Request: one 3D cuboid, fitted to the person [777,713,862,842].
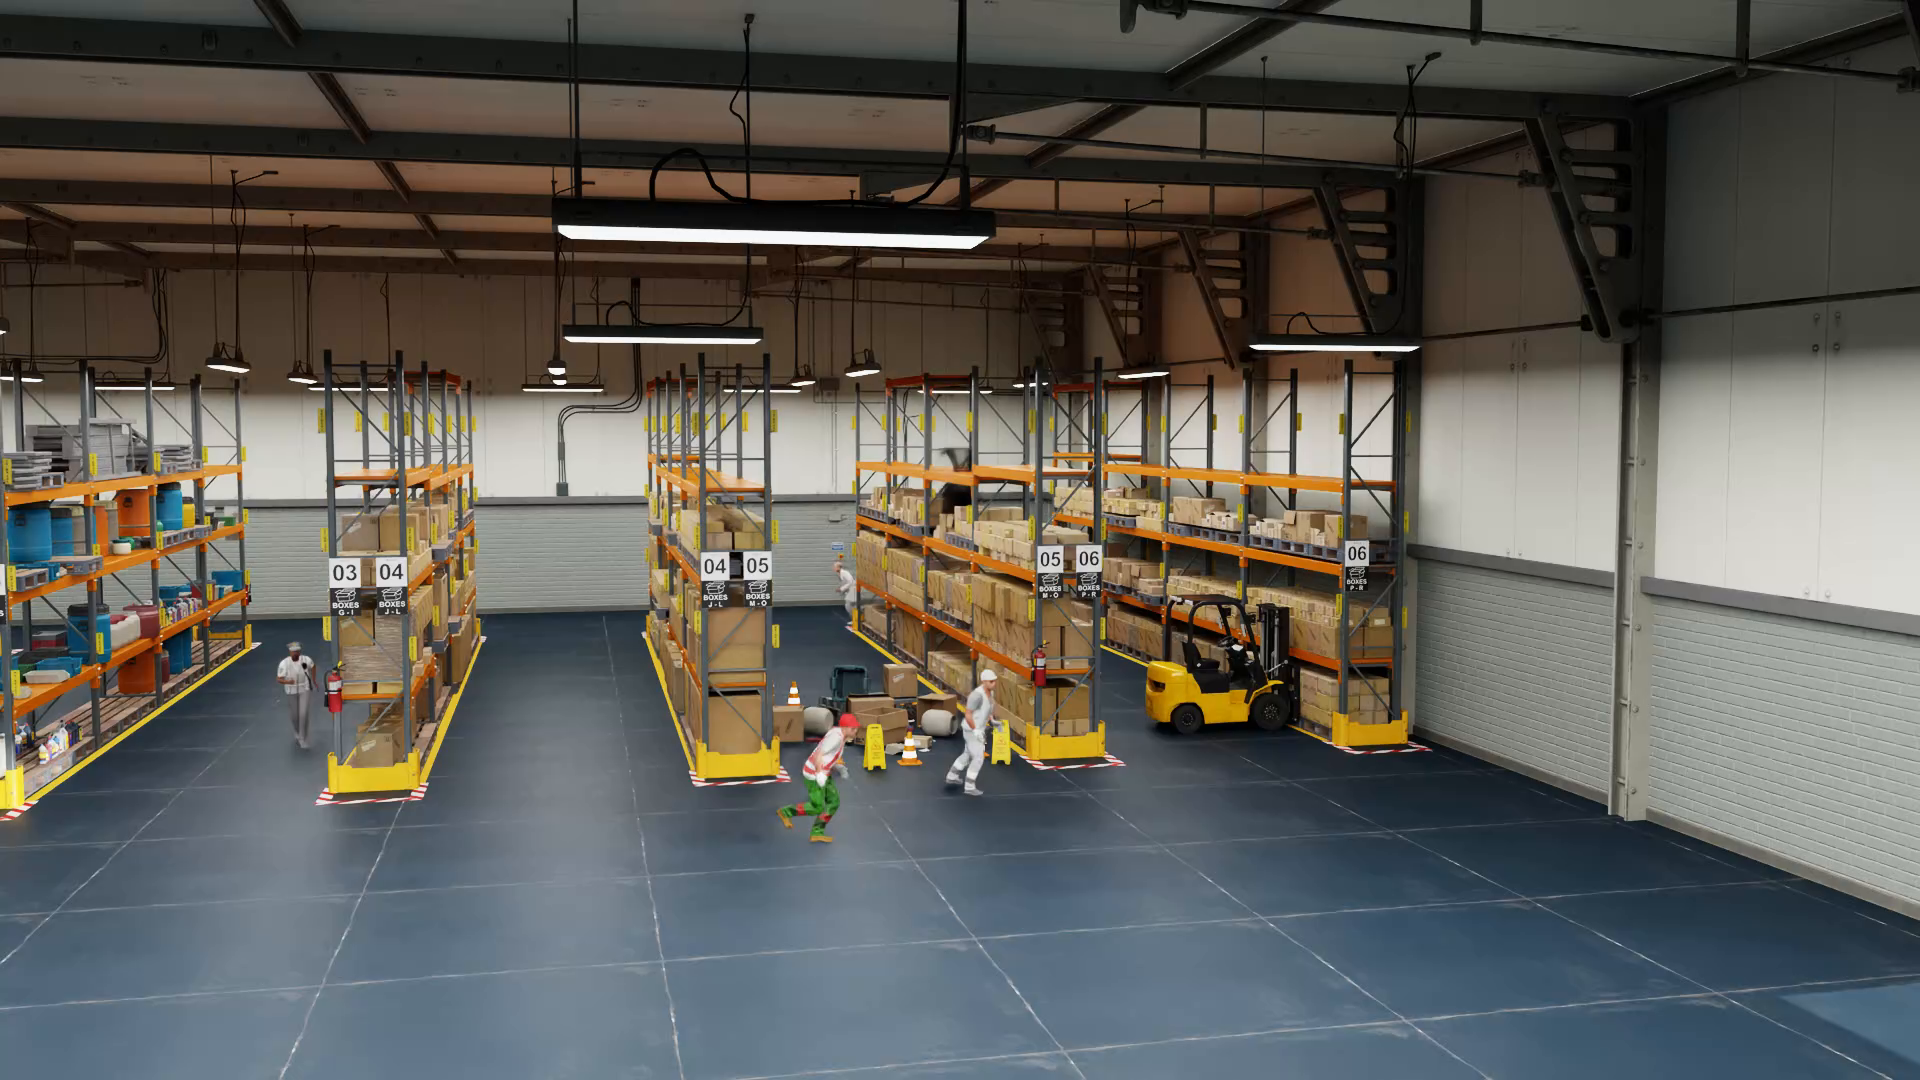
[{"bbox_3d":[-1.675,2.846,19.883,1.026,1.569,0.670,1,4,8],"label":"person"}]

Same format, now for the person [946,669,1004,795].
[{"bbox_3d":[0.162,2.582,22.535,0.831,1.716,0.673,1,4,18],"label":"person"}]

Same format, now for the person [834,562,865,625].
[{"bbox_3d":[-2.717,1.328,41.598,0.913,1.589,0.733,-1,4,-15],"label":"person"}]

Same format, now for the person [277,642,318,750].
[{"bbox_3d":[-10.301,2.380,25.890,0.574,1.659,0.956,-1,4,-17],"label":"person"}]
